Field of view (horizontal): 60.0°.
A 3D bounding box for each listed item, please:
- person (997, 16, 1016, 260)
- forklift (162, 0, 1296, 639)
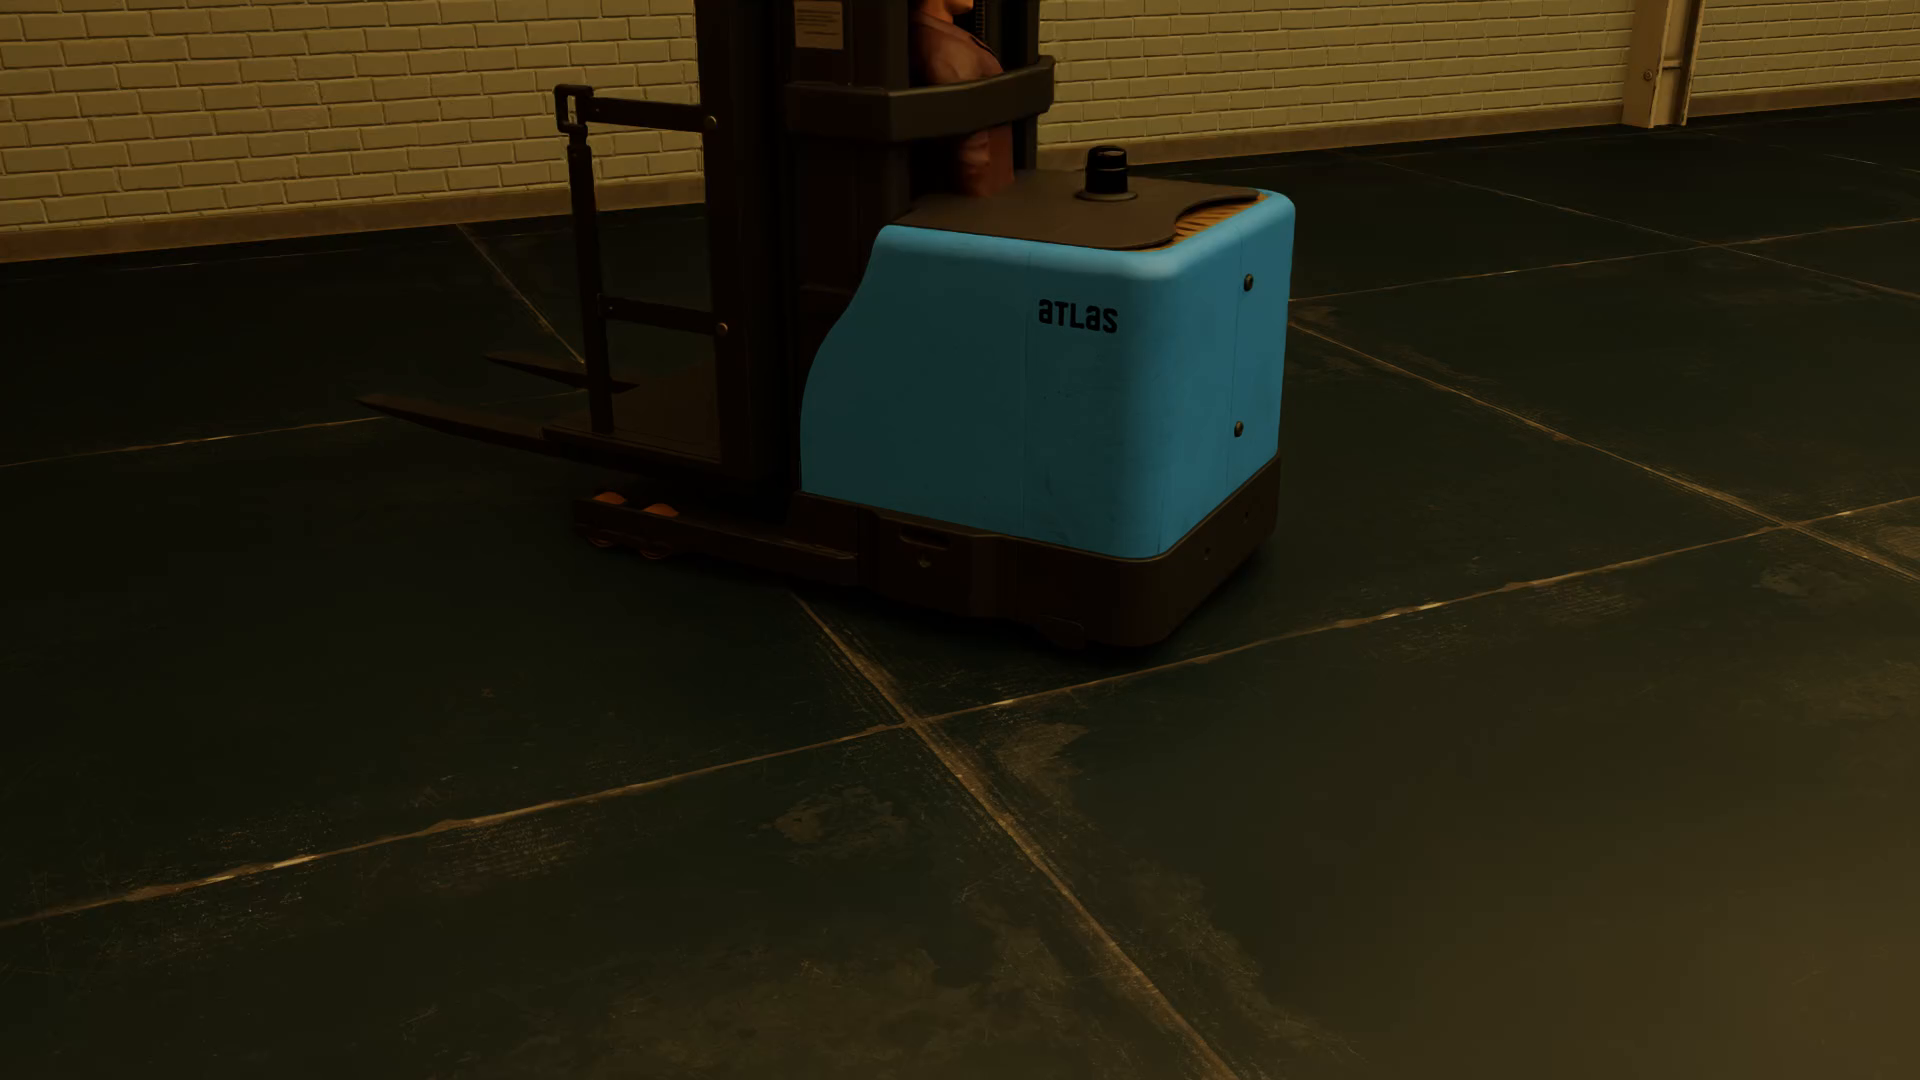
[{"bbox_3d":[0.023,-0.959,4.718,0.422,1.703,0.548,-10,25,-23],"label":"person"},{"bbox_3d":[-0.660,-1.304,4.424,3.031,2.935,1.130,-3,23,-8],"label":"forklift"}]
